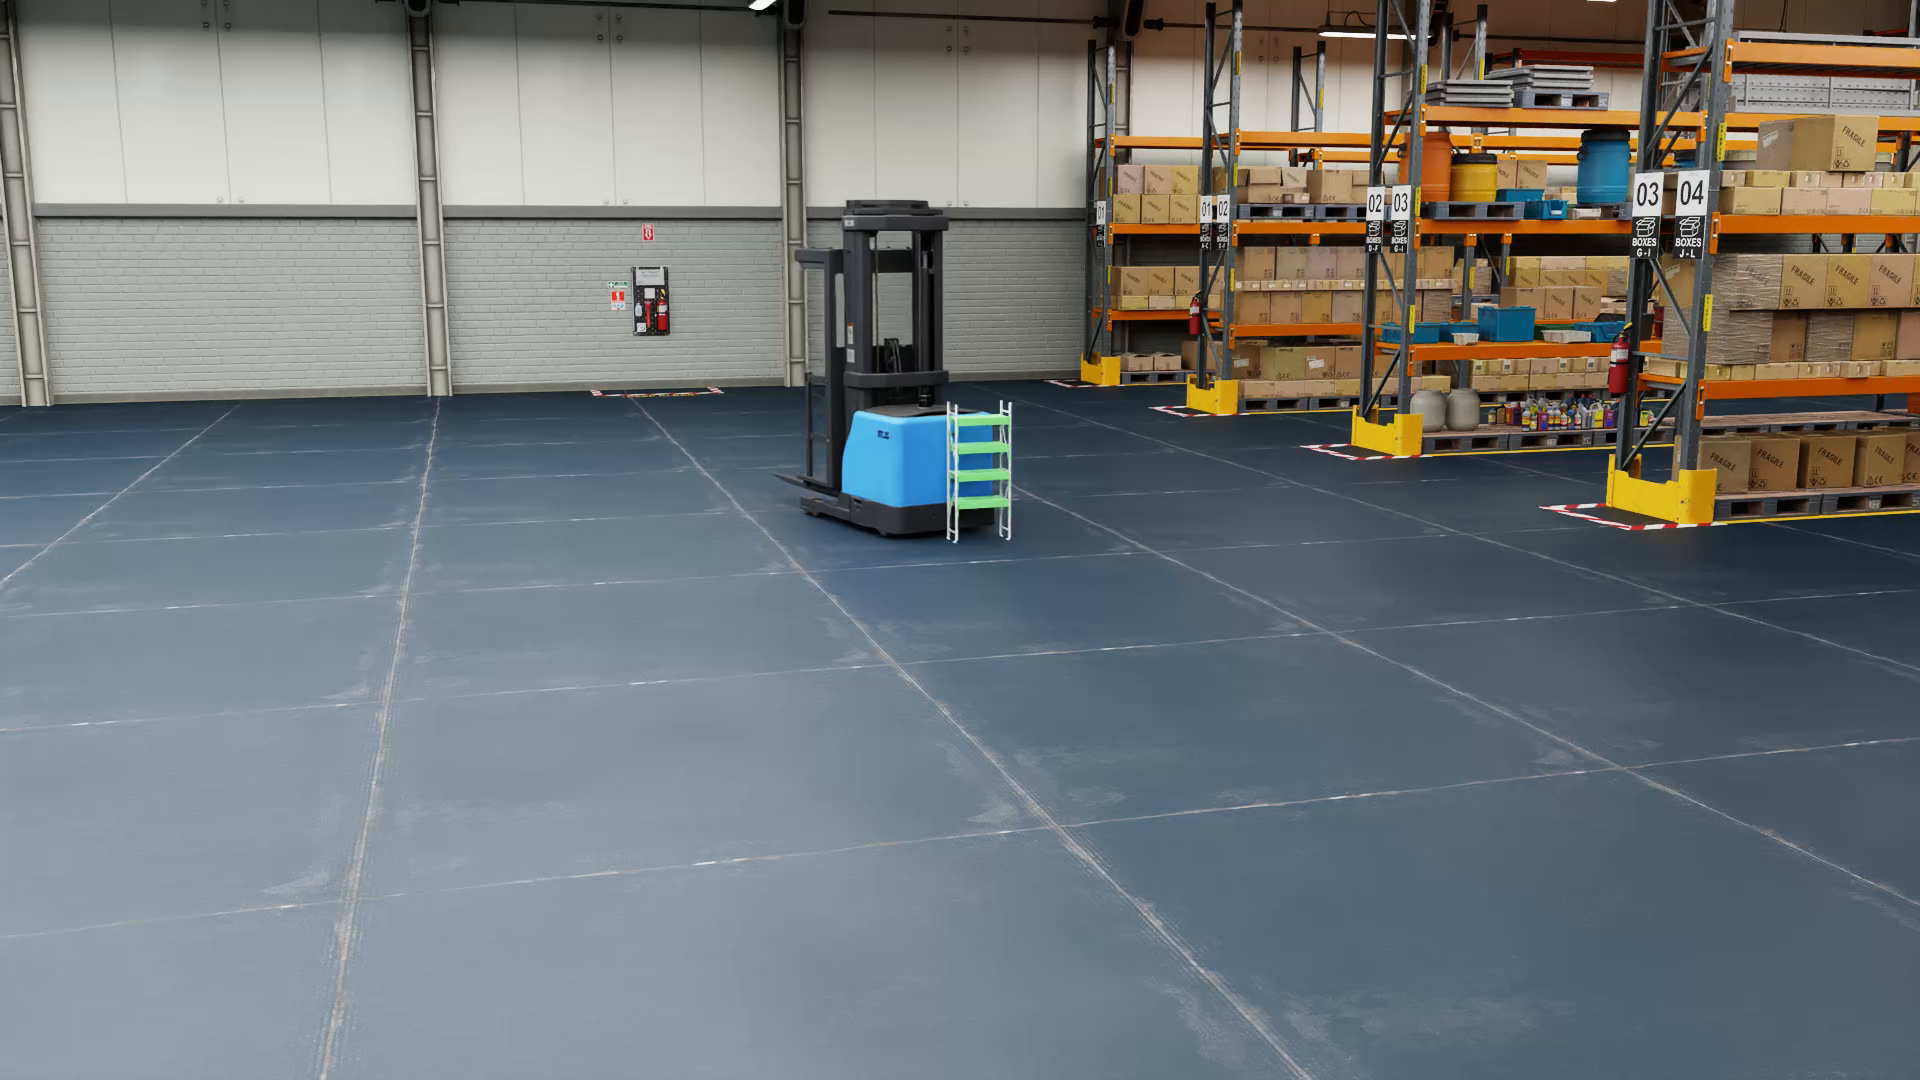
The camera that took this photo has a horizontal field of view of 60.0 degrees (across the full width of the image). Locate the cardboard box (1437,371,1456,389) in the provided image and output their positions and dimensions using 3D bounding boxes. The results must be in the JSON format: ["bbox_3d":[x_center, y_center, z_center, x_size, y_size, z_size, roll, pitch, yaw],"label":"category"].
[{"bbox_3d":[7.998,-2.574,26.677,0.500,0.250,0.500,-3,11,-16],"label":"cardboard box"}]

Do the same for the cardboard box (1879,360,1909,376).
[{"bbox_3d":[8.877,-1.667,16.011,0.250,0.149,0.380,-3,11,-16],"label":"cardboard box"}]

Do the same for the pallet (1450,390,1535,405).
[{"bbox_3d":[8.377,-2.321,26.570,1.213,0.211,1.003,-3,11,-16],"label":"pallet"}]

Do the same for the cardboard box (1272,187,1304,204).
[{"bbox_3d":[4.872,-5.227,25.236,0.500,0.250,0.500,-3,11,-16],"label":"cardboard box"}]

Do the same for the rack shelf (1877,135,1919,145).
[{"bbox_3d":[17.282,-6.749,28.350,4.000,0.370,1.077,-3,11,-16],"label":"rack shelf"}]

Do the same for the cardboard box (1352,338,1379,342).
[{"bbox_3d":[7.477,-3.571,31.349,0.500,0.500,0.700,-3,11,-17],"label":"cardboard box"}]

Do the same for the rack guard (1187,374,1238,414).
[{"bbox_3d":[3.817,-2.215,25.199,0.348,0.500,1.175,-3,11,-16],"label":"rack guard"}]

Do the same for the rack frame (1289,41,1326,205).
[{"bbox_3d":[6.293,-7.460,30.212,0.127,3.000,1.000,-3,11,-16],"label":"rack frame"}]

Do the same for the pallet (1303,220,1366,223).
[{"bbox_3d":[6.915,-5.905,30.570,1.003,0.211,1.213,-3,11,-16],"label":"pallet"}]

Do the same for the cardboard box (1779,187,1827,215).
[{"bbox_3d":[7.634,-3.132,15.402,0.500,0.250,0.500,-3,11,-17],"label":"cardboard box"}]

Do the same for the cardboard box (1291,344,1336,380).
[{"bbox_3d":[5.373,-2.711,25.348,0.500,0.500,0.500,-3,11,-16],"label":"cardboard box"}]

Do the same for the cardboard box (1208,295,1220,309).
[{"bbox_3d":[4.481,-4.291,29.929,0.500,0.250,0.500,-3,11,-15],"label":"cardboard box"}]

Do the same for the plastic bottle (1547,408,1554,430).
[{"bbox_3d":[7.378,-1.514,20.806,0.097,0.271,0.097,0,10,0],"label":"plastic bottle"}]

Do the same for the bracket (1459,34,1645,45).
[{"bbox_3d":[11.615,-9.607,31.932,4.783,0.066,0.076,-3,11,-16],"label":"bracket"}]

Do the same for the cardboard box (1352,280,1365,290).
[{"bbox_3d":[6.006,-3.887,25.310,0.250,0.149,0.380,-3,11,-14],"label":"cardboard box"}]

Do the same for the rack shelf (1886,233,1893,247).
[{"bbox_3d":[10.982,-4.010,21.744,4.000,0.370,1.077,-3,11,-16],"label":"rack shelf"}]

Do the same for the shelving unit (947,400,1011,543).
[{"bbox_3d":[0.166,-0.597,14.474,0.503,1.200,0.258,-4,11,-19],"label":"shelving unit"}]

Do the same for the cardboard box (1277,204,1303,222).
[{"bbox_3d":[5.874,-5.975,30.100,0.500,0.500,0.500,-3,11,-14],"label":"cardboard box"}]

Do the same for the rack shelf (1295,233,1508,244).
[{"bbox_3d":[8.213,-5.732,31.099,4.000,0.370,1.077,-3,11,-16],"label":"rack shelf"}]

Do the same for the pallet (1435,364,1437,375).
[{"bbox_3d":[9.382,-3.301,31.894,1.213,0.211,1.003,-3,11,-16],"label":"pallet"}]

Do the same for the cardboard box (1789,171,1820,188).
[{"bbox_3d":[7.700,-3.327,15.360,0.250,0.149,0.380,-3,11,-14],"label":"cardboard box"}]

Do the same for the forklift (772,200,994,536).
[{"bbox_3d":[-0.869,-1.697,15.667,1.130,2.935,3.031,-6,12,-30],"label":"forklift"}]

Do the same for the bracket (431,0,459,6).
[{"bbox_3d":[-8.142,-8.565,26.276,0.430,0.232,0.235,-3,11,-16],"label":"bracket"}]

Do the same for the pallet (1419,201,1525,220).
[{"bbox_3d":[6.043,-3.992,20.181,1.213,0.211,1.003,-3,11,-16],"label":"pallet"}]

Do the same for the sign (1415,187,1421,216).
[{"bbox_3d":[5.371,-3.968,19.508,0.005,0.325,0.100,-3,11,-16],"label":"sign"}]

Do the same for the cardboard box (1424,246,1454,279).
[{"bbox_3d":[7.256,-4.312,25.824,0.500,0.500,0.700,-3,11,-16],"label":"cardboard box"}]

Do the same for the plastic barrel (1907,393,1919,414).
[{"bbox_3d":[13.367,-2.156,22.809,0.708,0.830,0.600,-3,11,-16],"label":"plastic barrel"}]

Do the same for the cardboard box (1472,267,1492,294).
[{"bbox_3d":[9.685,-4.952,31.667,0.500,0.500,0.700,-4,11,-23],"label":"cardboard box"}]

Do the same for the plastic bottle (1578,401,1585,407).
[{"bbox_3d":[8.065,-1.664,21.624,0.097,0.271,0.097,0,10,0],"label":"plastic bottle"}]

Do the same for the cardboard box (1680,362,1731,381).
[{"bbox_3d":[6.946,-1.573,15.500,0.250,0.149,0.380,-3,11,-16],"label":"cardboard box"}]

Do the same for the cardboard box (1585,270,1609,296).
[{"bbox_3d":[12.151,-4.974,32.130,0.500,0.500,0.500,-3,11,-14],"label":"cardboard box"}]

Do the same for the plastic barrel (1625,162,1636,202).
[{"bbox_3d":[8.593,-4.536,21.148,0.421,0.512,0.421,0,10,0],"label":"plastic barrel"}]

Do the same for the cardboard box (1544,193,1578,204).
[{"bbox_3d":[9.534,-5.342,26.250,0.500,0.250,0.500,-4,11,-21],"label":"cardboard box"}]

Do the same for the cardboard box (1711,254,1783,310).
[{"bbox_3d":[7.210,-2.391,15.391,0.500,0.500,0.500,-3,11,-16],"label":"cardboard box"}]

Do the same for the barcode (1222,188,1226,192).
[{"bbox_3d":[3.995,-5.306,25.193,0.075,0.075,0.001,-3,11,-16],"label":"barcode"}]

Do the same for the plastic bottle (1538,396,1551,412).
[{"bbox_3d":[7.581,-1.701,21.601,0.185,0.351,0.144,-3,11,-16],"label":"plastic bottle"}]

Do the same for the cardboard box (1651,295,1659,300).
[{"bbox_3d":[13.493,-4.717,32.523,0.250,0.149,0.380,-3,11,-15],"label":"cardboard box"}]

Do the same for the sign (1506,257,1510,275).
[{"bbox_3d":[10.294,-5.148,31.247,0.005,0.325,0.100,-3,11,-16],"label":"sign"}]

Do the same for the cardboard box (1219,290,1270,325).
[{"bbox_3d":[4.292,-3.516,25.086,0.500,0.500,0.700,-3,11,-16],"label":"cardboard box"}]

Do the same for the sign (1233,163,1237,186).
[{"bbox_3d":[3.990,-5.293,24.095,0.005,0.325,0.100,-3,11,-16],"label":"sign"}]

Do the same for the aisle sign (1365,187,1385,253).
[{"bbox_3d":[5.069,-3.911,20.326,0.004,0.787,0.394,-3,11,-16],"label":"aisle sign"}]

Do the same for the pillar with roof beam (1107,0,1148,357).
[{"bbox_3d":[4.086,-6.695,26.057,0.548,9.000,9.100,-3,11,-16],"label":"pillar with roof beam"}]

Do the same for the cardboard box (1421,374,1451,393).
[{"bbox_3d":[7.297,-2.441,25.956,0.500,0.250,0.500,-3,11,-16],"label":"cardboard box"}]

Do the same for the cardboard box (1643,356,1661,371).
[{"bbox_3d":[11.087,-2.911,26.962,0.500,0.311,0.500,-3,11,-14],"label":"cardboard box"}]

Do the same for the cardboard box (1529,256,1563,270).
[{"bbox_3d":[11.157,-5.291,31.779,0.500,0.250,0.500,-3,11,-17],"label":"cardboard box"}]

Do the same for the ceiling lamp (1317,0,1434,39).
[{"bbox_3d":[6.948,-9.836,26.997,2.000,3.185,0.800,-3,11,-16],"label":"ceiling lamp"}]

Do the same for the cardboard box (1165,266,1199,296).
[{"bbox_3d":[3.970,-4.632,29.710,0.500,0.500,0.500,-3,11,-18],"label":"cardboard box"}]

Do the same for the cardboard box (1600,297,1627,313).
[{"bbox_3d":[10.608,-3.795,27.123,0.500,0.311,0.500,-3,11,-17],"label":"cardboard box"}]

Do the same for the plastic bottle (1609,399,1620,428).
[{"bbox_3d":[8.340,-1.608,21.098,0.185,0.351,0.144,-4,11,-19],"label":"plastic bottle"}]

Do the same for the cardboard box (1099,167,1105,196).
[{"bbox_3d":[2.793,-6.400,29.648,0.500,0.500,0.500,-3,11,-13],"label":"cardboard box"}]

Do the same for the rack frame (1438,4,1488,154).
[{"bbox_3d":[7.681,-6.599,25.535,0.127,3.000,1.000,-3,11,-16],"label":"rack frame"}]

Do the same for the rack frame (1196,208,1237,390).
[{"bbox_3d":[3.840,-3.446,24.979,0.127,3.000,1.000,-3,11,-16],"label":"rack frame"}]

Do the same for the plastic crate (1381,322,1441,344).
[{"bbox_3d":[5.618,-2.589,20.734,0.616,0.251,0.499,-3,11,-16],"label":"plastic crate"}]

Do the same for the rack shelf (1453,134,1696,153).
[{"bbox_3d":[9.601,-6.149,26.187,4.000,0.370,1.077,-3,11,-16],"label":"rack shelf"}]
